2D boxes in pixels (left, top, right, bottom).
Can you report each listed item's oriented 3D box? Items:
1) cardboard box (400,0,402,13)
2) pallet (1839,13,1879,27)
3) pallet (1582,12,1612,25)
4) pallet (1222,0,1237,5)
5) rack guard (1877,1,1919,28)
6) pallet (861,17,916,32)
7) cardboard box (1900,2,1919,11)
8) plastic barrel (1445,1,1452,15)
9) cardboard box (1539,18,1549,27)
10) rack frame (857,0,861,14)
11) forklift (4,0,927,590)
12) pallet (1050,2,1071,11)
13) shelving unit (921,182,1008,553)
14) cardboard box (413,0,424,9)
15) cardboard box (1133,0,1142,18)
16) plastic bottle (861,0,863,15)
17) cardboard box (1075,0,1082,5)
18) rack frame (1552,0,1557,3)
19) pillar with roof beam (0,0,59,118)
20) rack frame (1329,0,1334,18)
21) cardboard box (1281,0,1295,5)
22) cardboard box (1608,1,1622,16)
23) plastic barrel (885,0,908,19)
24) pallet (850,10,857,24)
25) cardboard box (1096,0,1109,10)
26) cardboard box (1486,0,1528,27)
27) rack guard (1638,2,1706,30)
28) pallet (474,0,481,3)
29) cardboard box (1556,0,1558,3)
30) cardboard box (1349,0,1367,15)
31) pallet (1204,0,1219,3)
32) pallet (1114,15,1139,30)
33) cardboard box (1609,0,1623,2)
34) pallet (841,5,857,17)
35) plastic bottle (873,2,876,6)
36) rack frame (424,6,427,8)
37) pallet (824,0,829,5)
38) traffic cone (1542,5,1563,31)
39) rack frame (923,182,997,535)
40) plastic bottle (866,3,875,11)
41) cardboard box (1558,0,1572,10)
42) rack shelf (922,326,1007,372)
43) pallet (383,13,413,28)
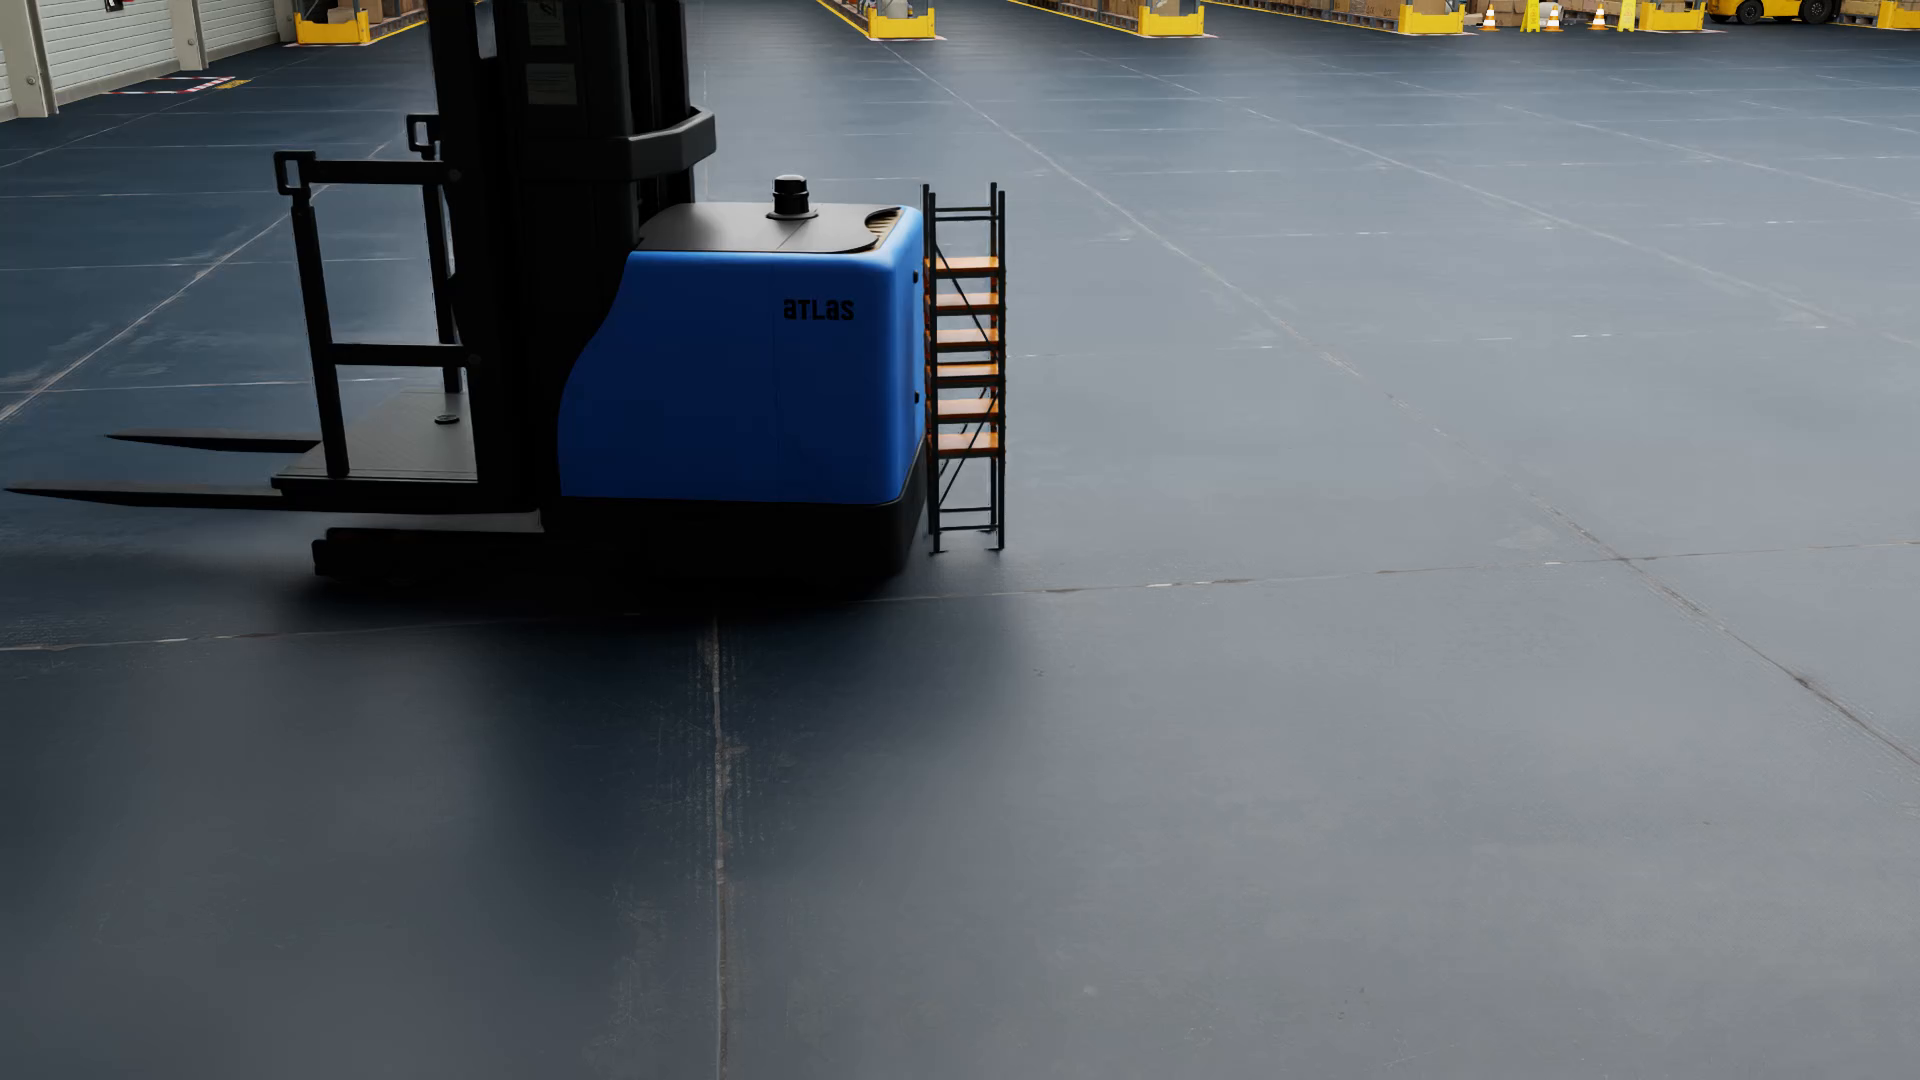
[{"bbox_3d":[-11.625,-10.827,33.363,0.700,0.500,0.500,-3,21,-9],"label":"cardboard box"},{"bbox_3d":[18.469,-10.434,33.352,1.003,0.211,1.213,-3,21,-8],"label":"pallet"},{"bbox_3d":[13.444,-10.651,33.931,1.003,0.211,1.213,-3,21,-8],"label":"pallet"},{"bbox_3d":[7.210,-13.521,41.615,1.003,0.211,1.213,-3,21,-8],"label":"pallet"},{"bbox_3d":[18.624,-10.299,32.576,1.175,0.500,0.348,-3,21,-8],"label":"rack guard"},{"bbox_3d":[-1.340,-9.897,31.914,1.003,0.211,1.213,-3,21,-8],"label":"pallet"},{"bbox_3d":[18.744,-10.567,33.050,0.500,0.250,0.500,-3,21,-8],"label":"cardboard box"},{"bbox_3d":[9.931,-10.804,34.039,0.512,0.421,0.421,12,24,30],"label":"plastic barrel"},{"bbox_3d":[11.522,-10.243,32.927,0.380,0.149,0.250,8,22,20],"label":"cardboard box"},{"bbox_3d":[-1.575,-11.862,33.188,1.000,3.000,0.127,-3,21,-8],"label":"rack frame"},{"bbox_3d":[-1.653,-1.408,5.297,3.031,2.935,1.130,2,21,4],"label":"forklift"},{"bbox_3d":[2.711,-12.467,38.793,1.003,0.211,1.213,-3,21,-8],"label":"pallet"},{"bbox_3d":[0.015,-0.557,5.488,0.258,1.200,0.189,-3,20,-6],"label":"shelving unit"},{"bbox_3d":[-11.799,-11.535,35.258,0.700,0.500,0.500,-3,21,-7],"label":"cardboard box"},{"bbox_3d":[3.638,-10.392,32.226,0.500,0.500,0.500,-1,21,-3],"label":"cardboard box"},{"bbox_3d":[-1.889,-10.549,32.937,0.152,0.276,0.135,-2,21,-6],"label":"plastic bottle"},{"bbox_3d":[2.959,-12.109,36.794,0.700,0.500,0.500,-5,21,-12],"label":"cardboard box"},{"bbox_3d":[13.133,-12.611,35.195,1.000,3.000,0.127,-3,21,-8],"label":"rack frame"},{"bbox_3d":[-5.769,-9.049,17.081,9.100,9.000,0.400,-3,21,-8],"label":"pillar with roof beam"},{"bbox_3d":[8.249,-12.327,34.433,1.000,3.000,0.127,-3,21,-8],"label":"rack frame"},{"bbox_3d":[7.801,-12.336,37.074,1.050,0.750,0.750,-3,21,-7],"label":"cardboard box"},{"bbox_3d":[13.260,-10.581,33.089,0.500,0.250,0.500,-3,21,-8],"label":"cardboard box"},{"bbox_3d":[-1.169,-9.732,30.441,0.421,0.512,0.421,0,20,0],"label":"plastic barrel"},{"bbox_3d":[-1.726,-10.825,34.398,1.003,0.211,1.213,-3,21,-8],"label":"pallet"},{"bbox_3d":[3.259,-11.360,34.789,0.700,0.500,0.500,-5,21,-12],"label":"cardboard box"},{"bbox_3d":[10.951,-10.537,33.210,0.637,0.503,0.797,17,27,39],"label":"cardboard box"},{"bbox_3d":[13.699,-10.082,31.994,1.175,0.500,0.348,-3,21,-8],"label":"rack guard"},{"bbox_3d":[-12.915,-13.938,42.731,1.003,0.211,1.213,-3,21,-8],"label":"pallet"},{"bbox_3d":[13.055,-11.758,36.067,0.950,0.372,0.625,-3,21,-7],"label":"cardboard box"},{"bbox_3d":[8.404,-10.995,33.303,0.875,0.875,0.875,-3,21,-7],"label":"cardboard box"},{"bbox_3d":[6.964,-14.021,42.954,1.003,0.211,1.213,-3,21,-8],"label":"pallet"},{"bbox_3d":[3.637,-10.151,32.593,1.003,0.211,1.213,-3,21,-8],"label":"pallet"},{"bbox_3d":[13.258,-10.931,32.954,0.500,0.500,0.500,-2,21,-6],"label":"cardboard box"},{"bbox_3d":[-2.078,-11.670,36.660,1.003,0.211,1.213,-3,21,-8],"label":"pallet"},{"bbox_3d":[-1.638,-10.295,32.257,0.152,0.276,0.135,-3,21,-8],"label":"plastic bottle"},{"bbox_3d":[-11.955,-12.747,35.558,1.000,3.000,0.127,-3,21,-8],"label":"rack frame"},{"bbox_3d":[-2.872,-13.578,41.768,1.003,0.211,1.213,-3,21,-8],"label":"pallet"},{"bbox_3d":[11.322,-9.948,31.690,0.336,0.463,0.334,-3,21,-8],"label":"traffic cone"},{"bbox_3d":[0.004,-0.588,5.574,0.240,1.200,0.006,-3,20,-6],"label":"rack frame"},{"bbox_3d":[-1.706,-10.109,31.760,0.152,0.276,0.135,-3,21,-7],"label":"plastic bottle"},{"bbox_3d":[12.951,-11.302,35.019,0.500,0.250,0.500,-4,21,-10],"label":"cardboard box"},{"bbox_3d":[0.015,-0.628,5.462,0.258,0.103,0.180,-3,20,-6],"label":"rack shelf"},{"bbox_3d":[-11.492,-10.325,33.059,1.003,0.211,1.213,-3,21,-8],"label":"pallet"}]
